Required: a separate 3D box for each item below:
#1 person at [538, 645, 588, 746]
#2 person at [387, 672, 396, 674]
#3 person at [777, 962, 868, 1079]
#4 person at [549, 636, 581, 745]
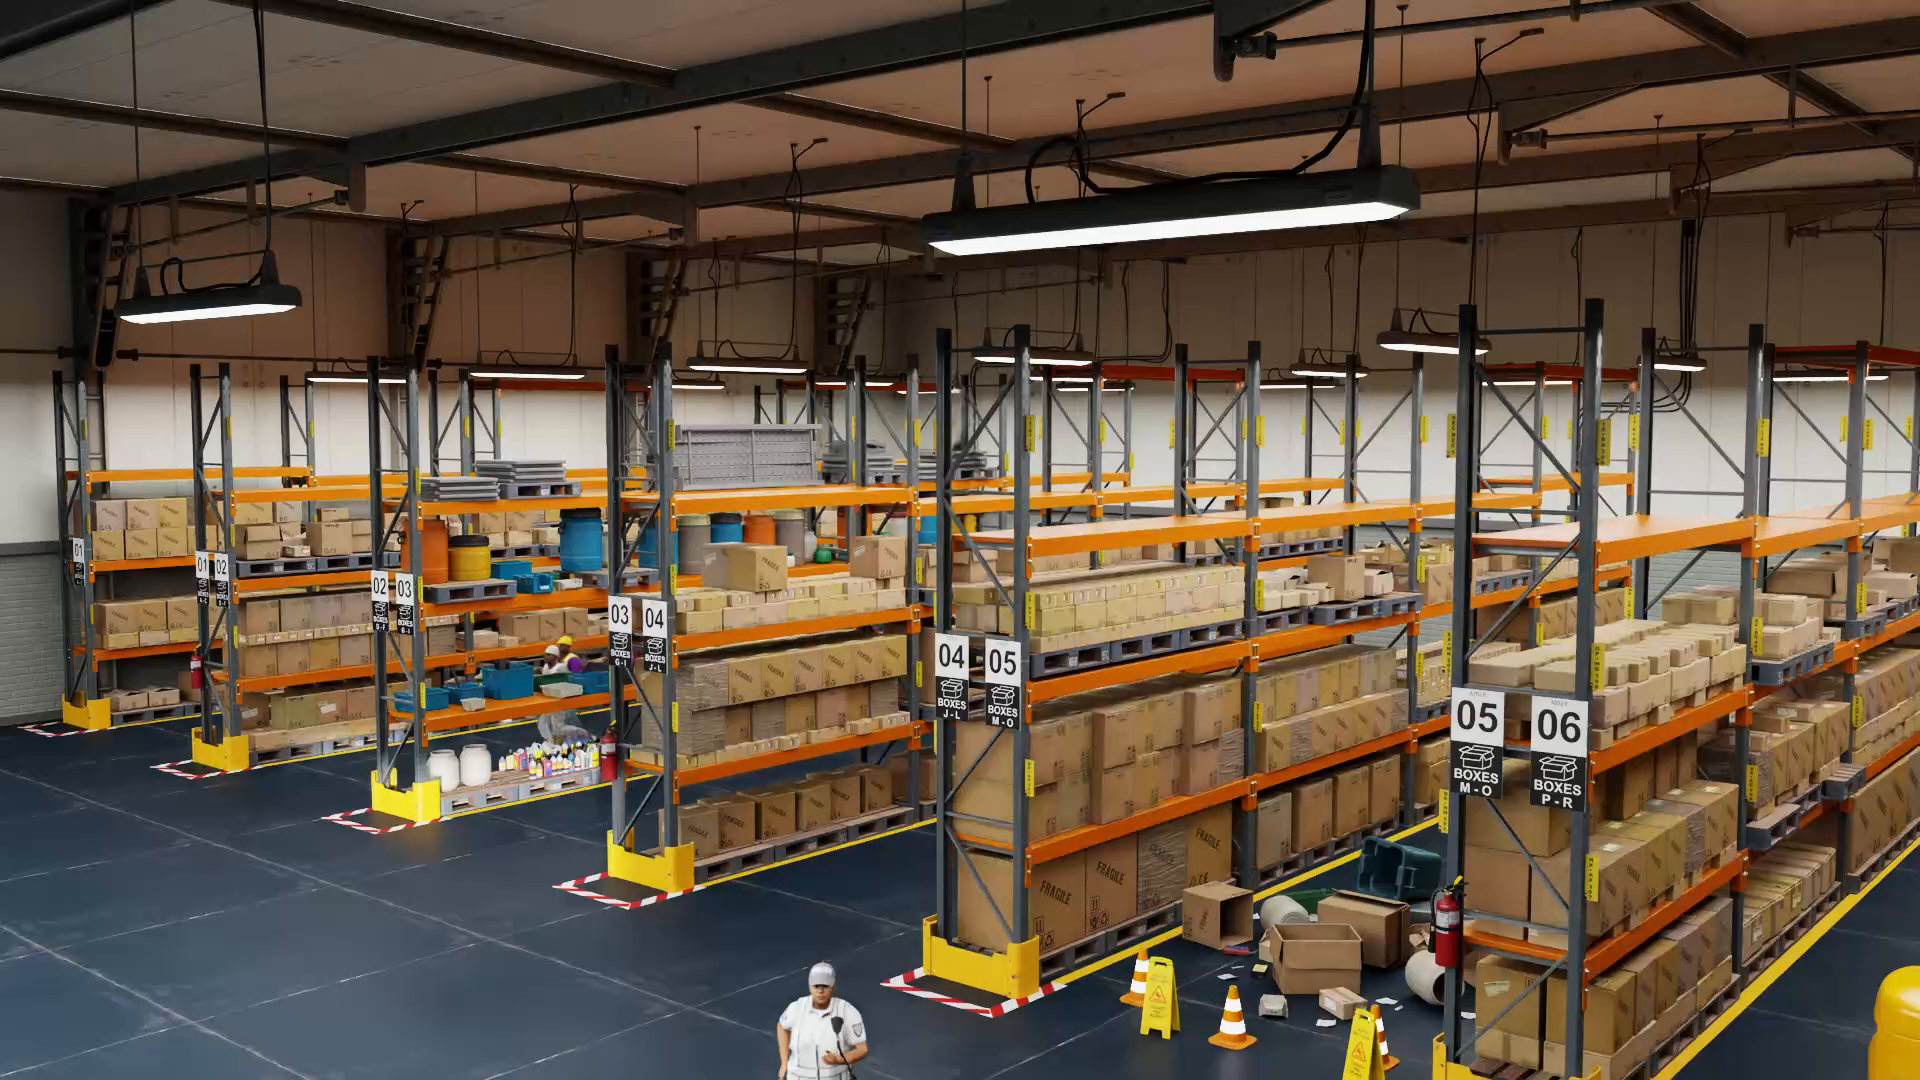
[{"bbox_3d":[-6.116,2.465,25.416,0.663,1.746,0.813,4,6,43],"label":"person"},{"bbox_3d":[-9.766,2.285,28.652,0.540,1.580,0.889,3,5,39],"label":"person"},{"bbox_3d":[-0.887,3.552,10.698,0.594,1.698,0.873,0,4,-3],"label":"person"},{"bbox_3d":[-6.242,2.402,26.143,0.670,1.801,0.728,2,5,29],"label":"person"}]
